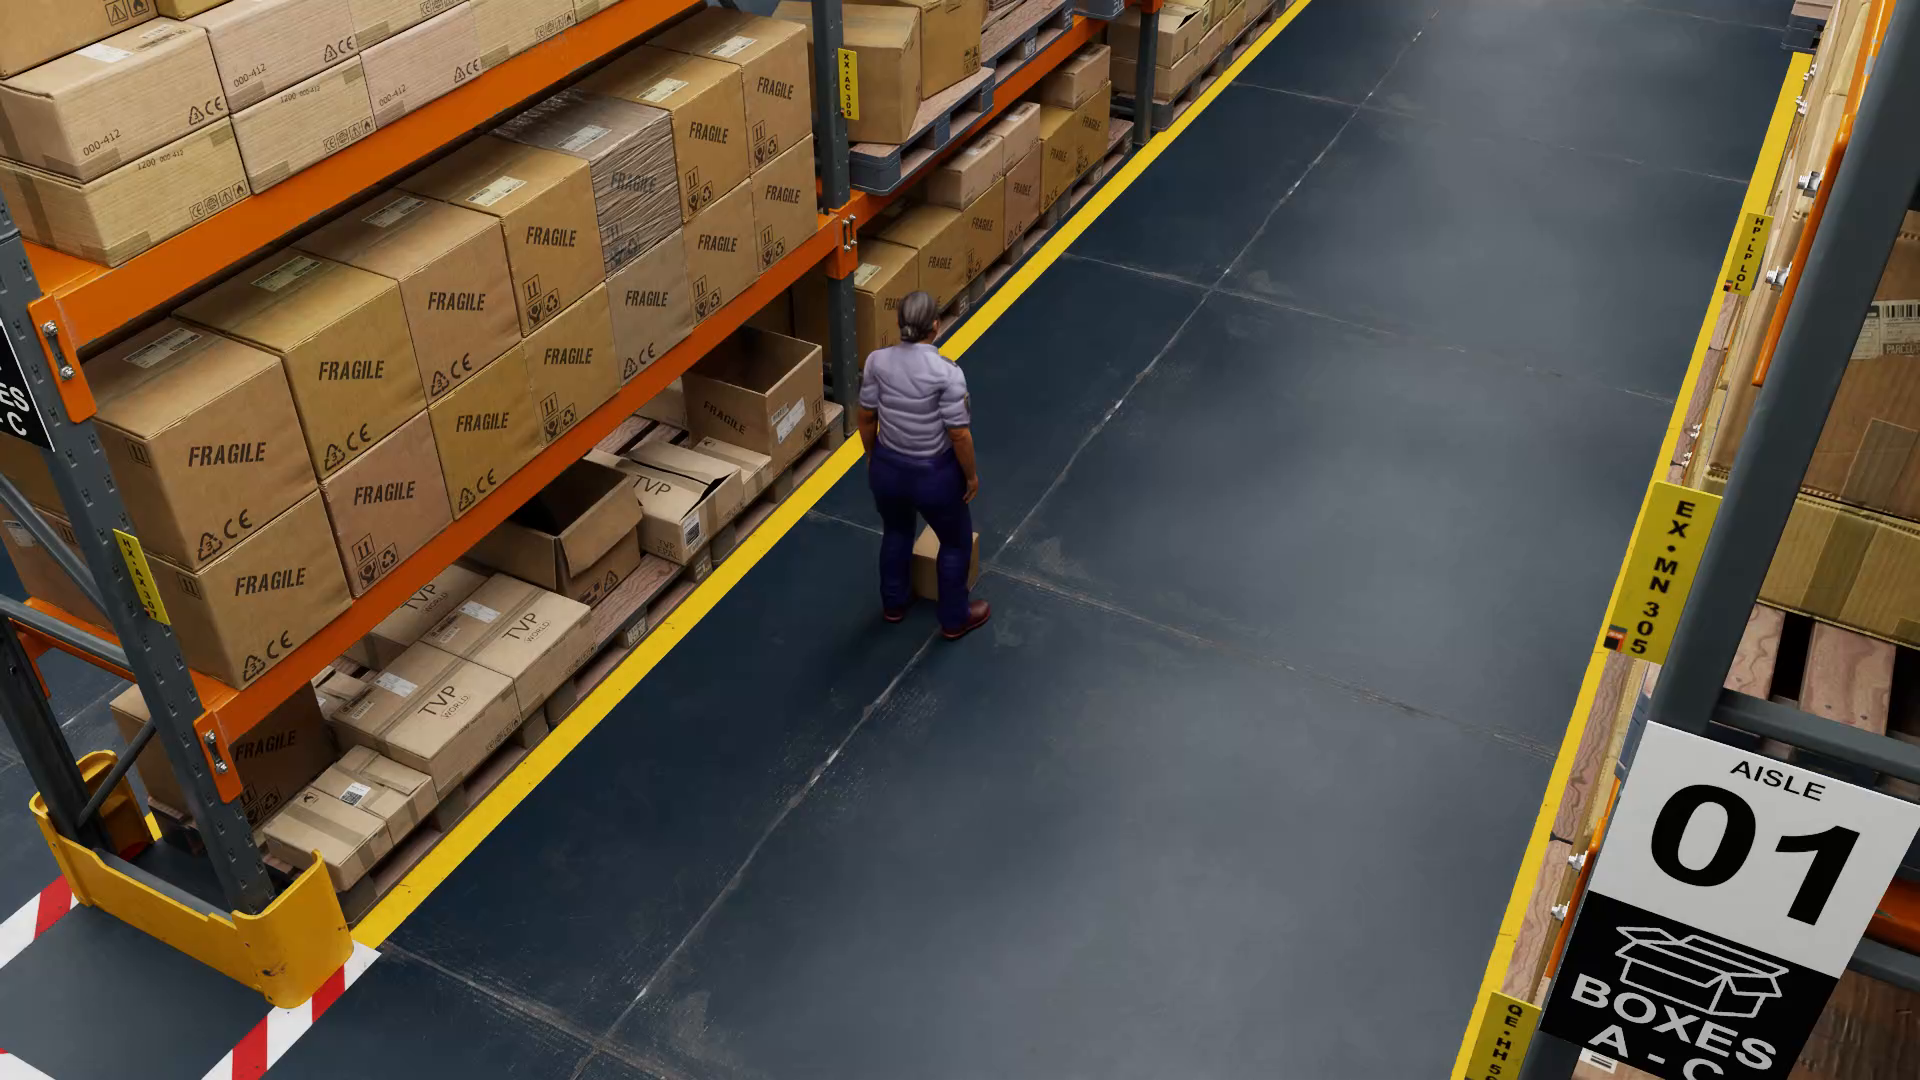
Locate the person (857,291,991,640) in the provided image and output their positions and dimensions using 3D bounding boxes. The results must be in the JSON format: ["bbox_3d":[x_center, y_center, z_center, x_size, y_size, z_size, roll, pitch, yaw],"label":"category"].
[{"bbox_3d":[-0.162,-0.296,7.135,0.557,1.647,0.372,15,41,19],"label":"person"}]
